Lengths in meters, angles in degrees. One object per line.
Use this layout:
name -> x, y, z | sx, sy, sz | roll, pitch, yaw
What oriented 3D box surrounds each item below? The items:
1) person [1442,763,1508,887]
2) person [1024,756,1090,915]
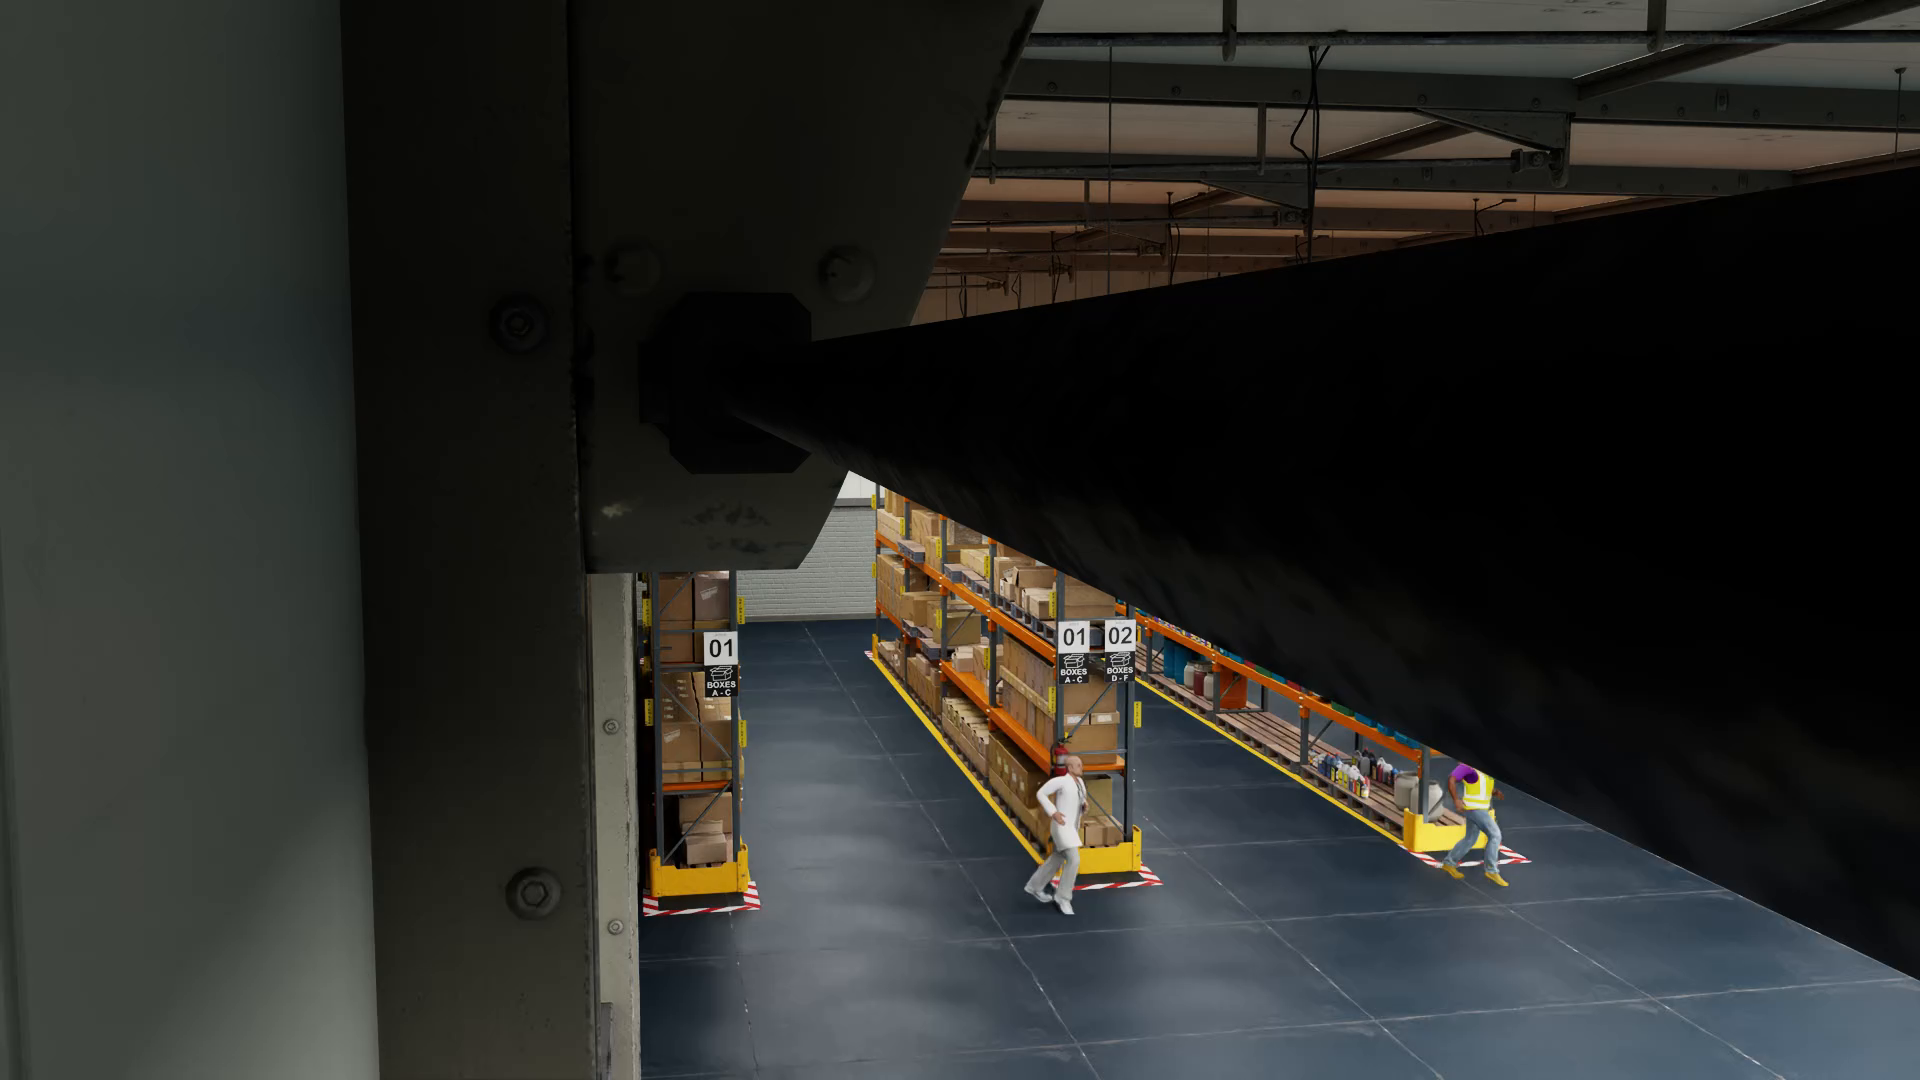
person -> 6.434, 3.337, 20.603 | 0.816, 1.753, 0.706 | 3, 7, 28
person -> 1.182, 3.460, 19.719 | 0.760, 1.827, 0.742 | 3, 7, 29
